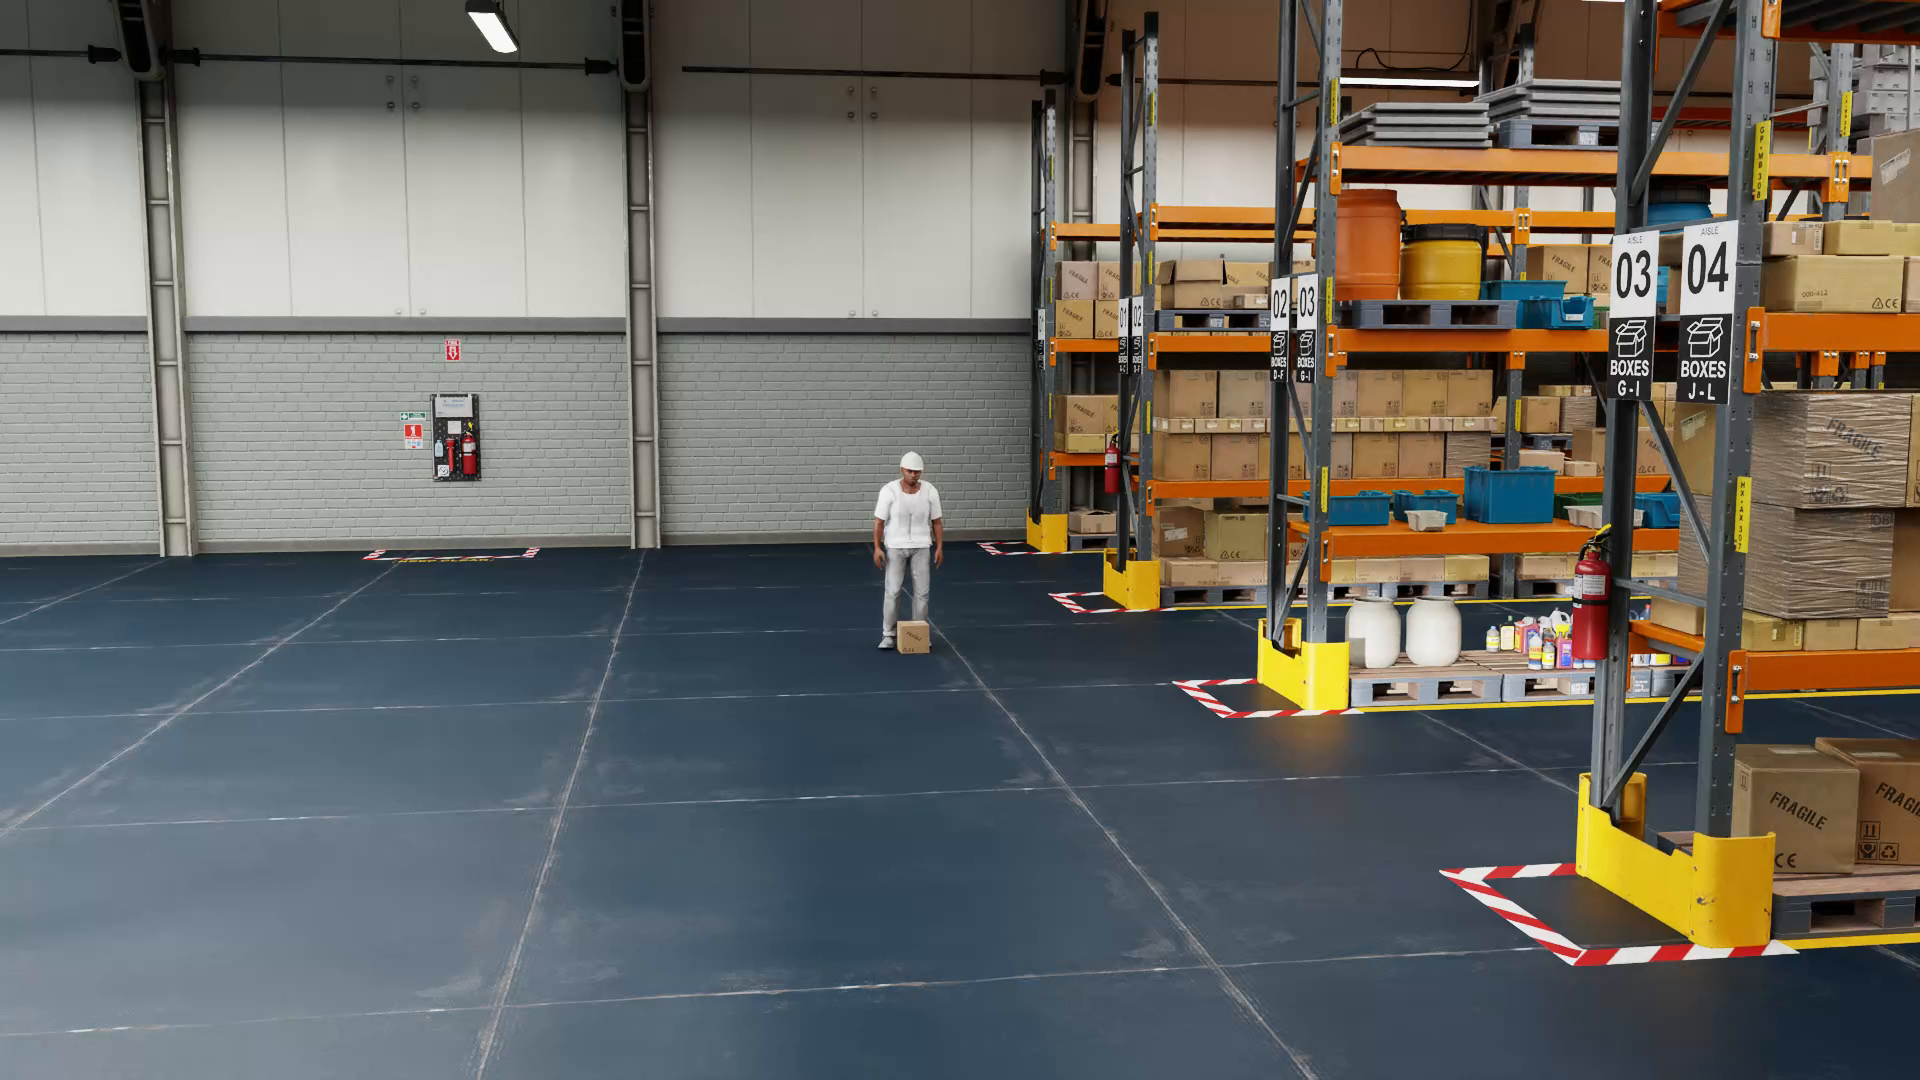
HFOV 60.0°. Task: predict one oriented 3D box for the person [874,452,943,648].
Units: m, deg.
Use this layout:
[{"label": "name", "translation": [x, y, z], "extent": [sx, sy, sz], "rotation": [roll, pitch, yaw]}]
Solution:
[{"label": "person", "translation": [-0.458, 0.086, 14.868], "extent": [0.633, 1.760, 0.463], "rotation": [-1, 7, -10]}]
